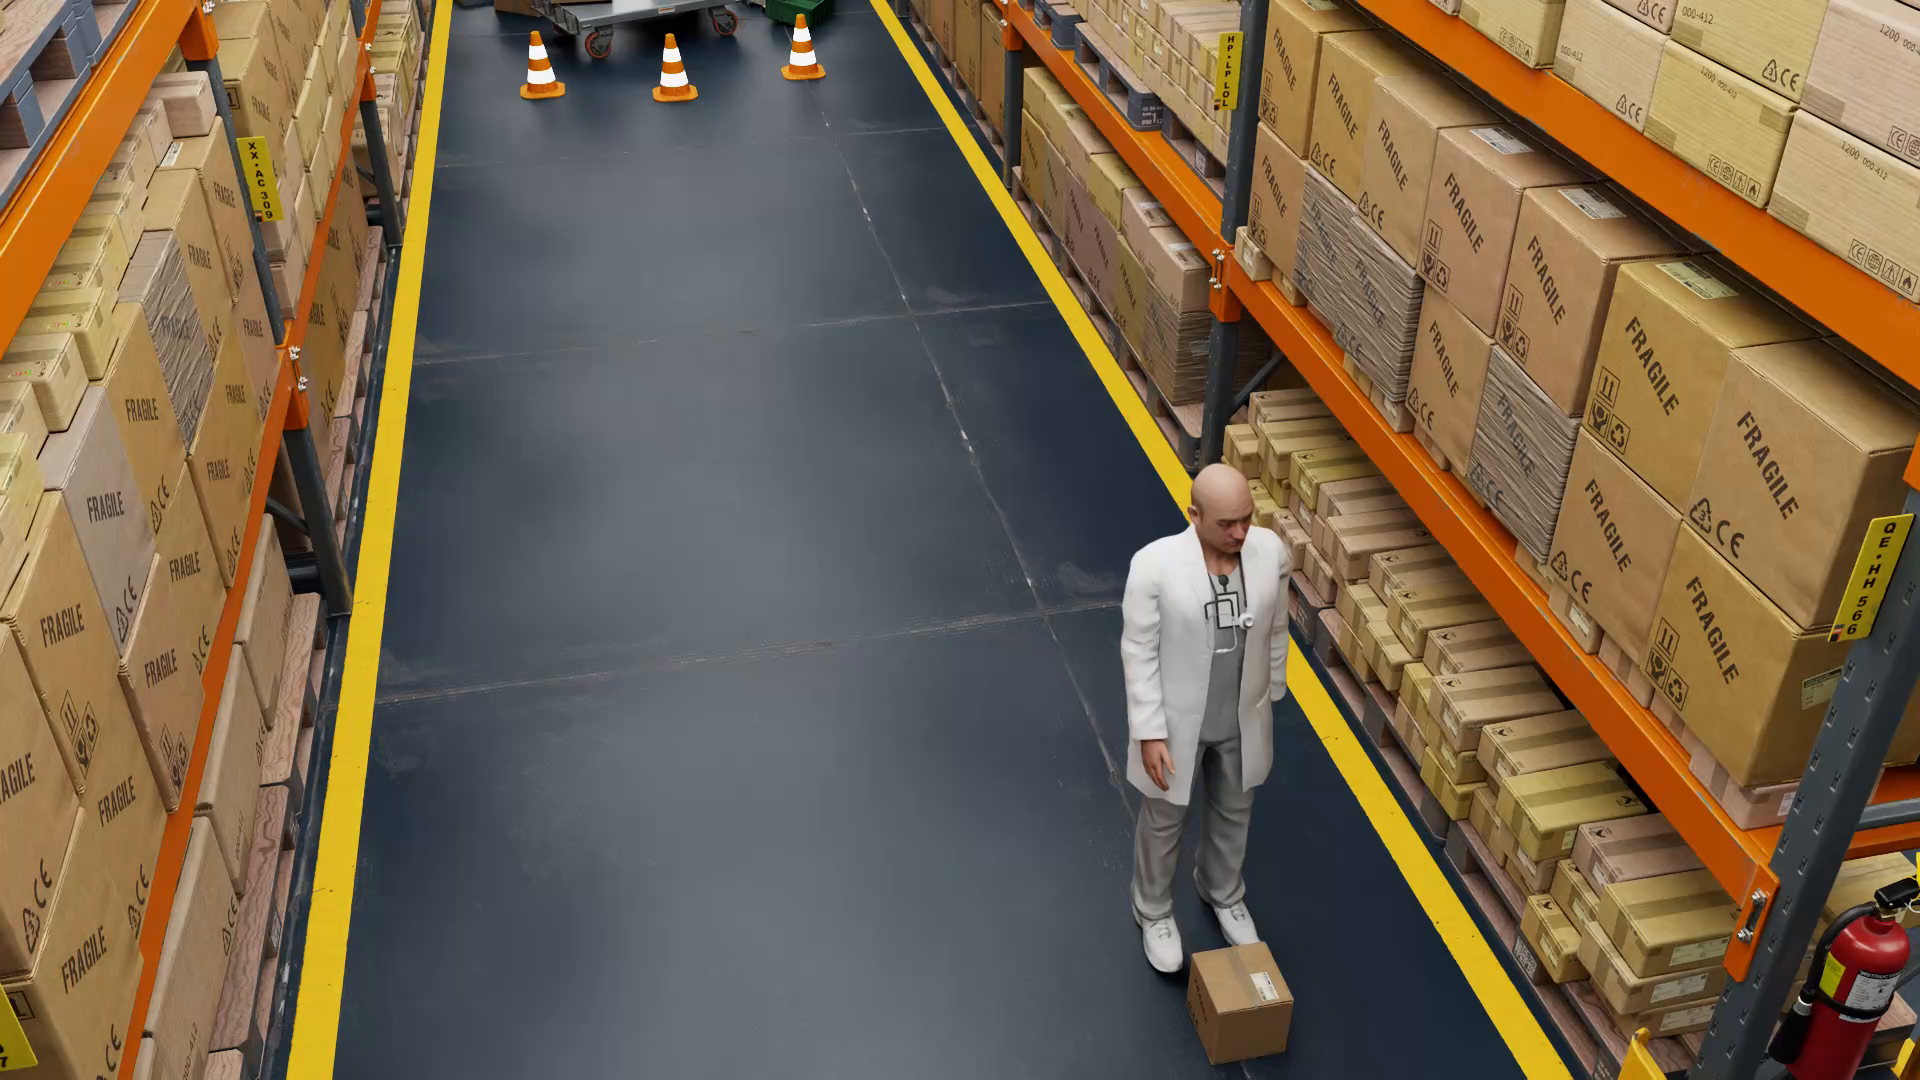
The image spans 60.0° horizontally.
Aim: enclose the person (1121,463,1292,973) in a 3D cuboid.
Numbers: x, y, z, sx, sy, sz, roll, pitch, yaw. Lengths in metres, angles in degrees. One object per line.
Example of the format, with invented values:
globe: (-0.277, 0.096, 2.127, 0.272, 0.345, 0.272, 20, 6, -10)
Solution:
person: (0.795, 0.589, 5.259, 0.573, 1.789, 0.459, -8, 35, -11)
